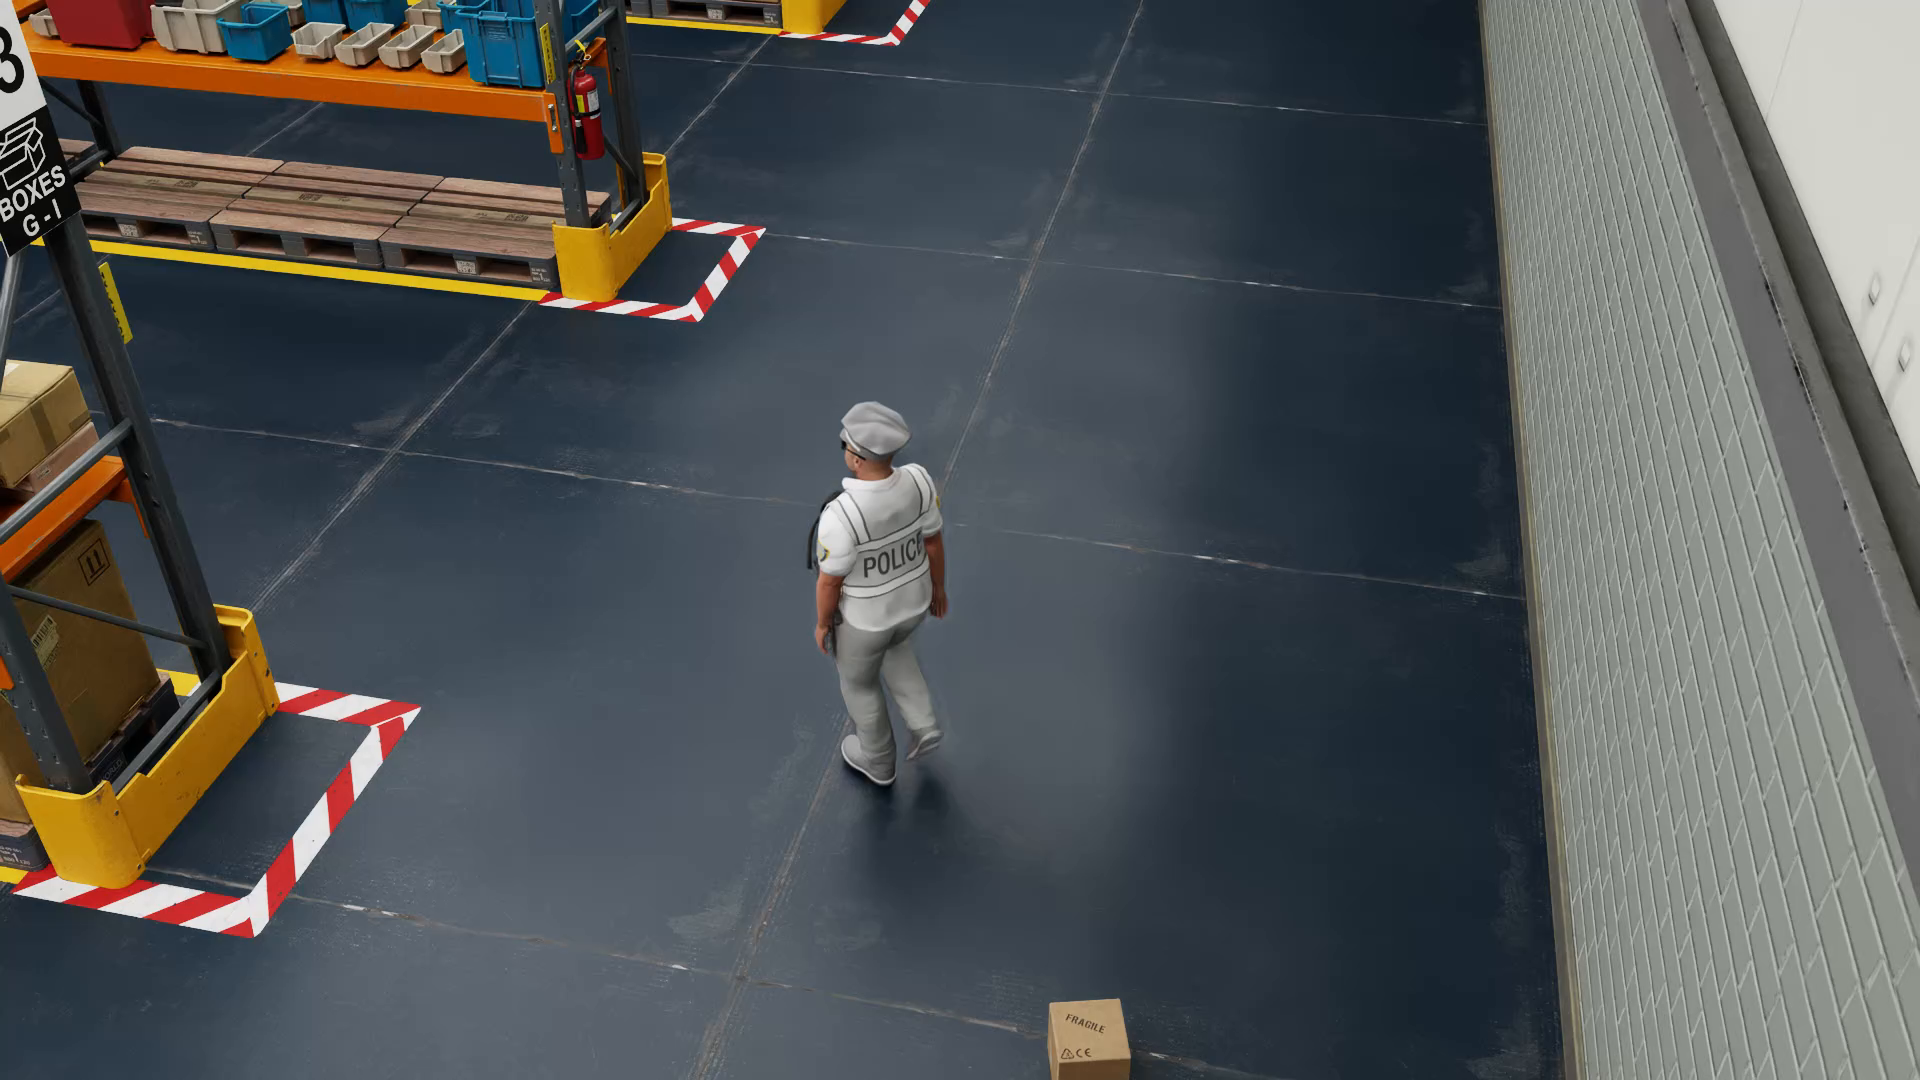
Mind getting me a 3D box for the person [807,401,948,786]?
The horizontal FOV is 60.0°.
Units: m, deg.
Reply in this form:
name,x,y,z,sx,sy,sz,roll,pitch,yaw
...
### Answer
name,x,y,z,sx,sy,sz,roll,pitch,yaw
person,-0.325,0.240,6.581,0.571,1.782,0.483,-28,44,-32
